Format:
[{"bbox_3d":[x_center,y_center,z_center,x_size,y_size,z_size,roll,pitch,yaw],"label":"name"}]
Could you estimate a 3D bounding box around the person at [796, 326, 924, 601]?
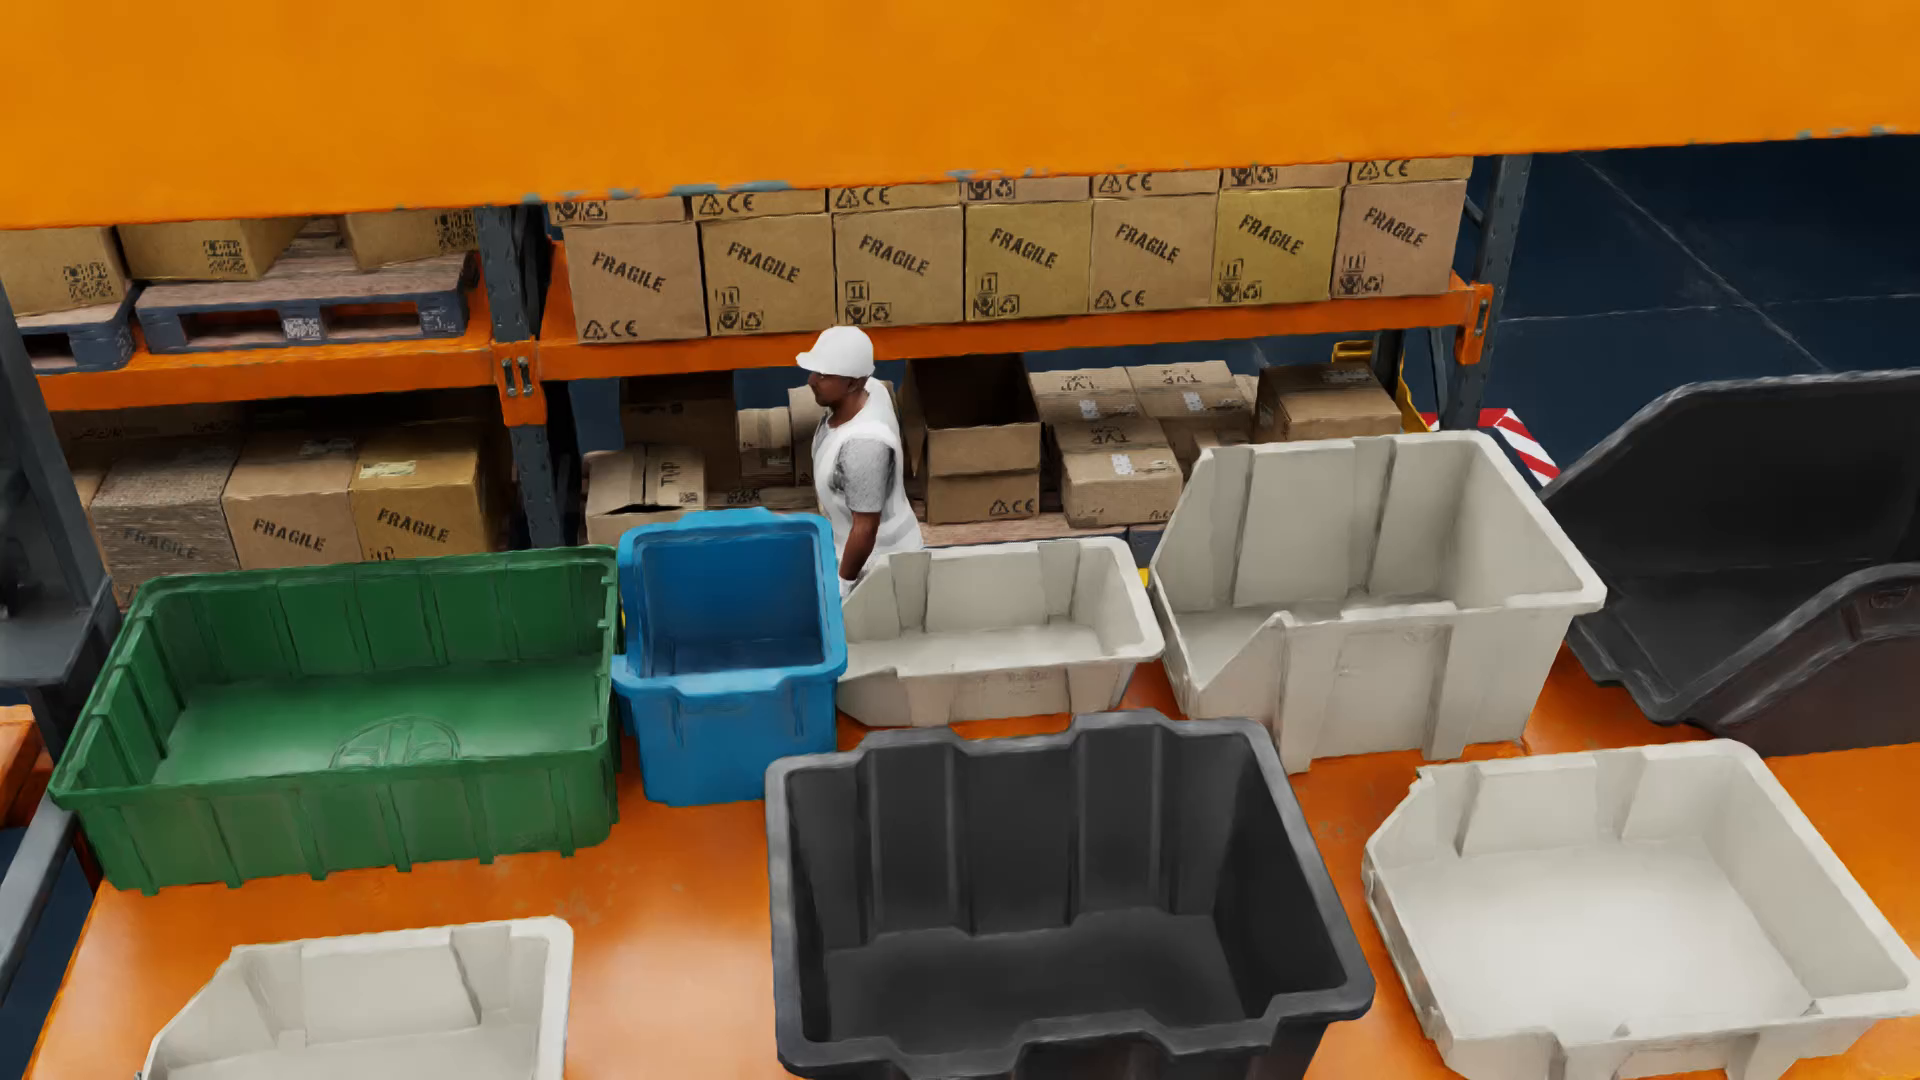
[{"bbox_3d":[-0.424,0.014,6.113,0.978,1.730,0.582,-9,35,-12],"label":"person"}]
